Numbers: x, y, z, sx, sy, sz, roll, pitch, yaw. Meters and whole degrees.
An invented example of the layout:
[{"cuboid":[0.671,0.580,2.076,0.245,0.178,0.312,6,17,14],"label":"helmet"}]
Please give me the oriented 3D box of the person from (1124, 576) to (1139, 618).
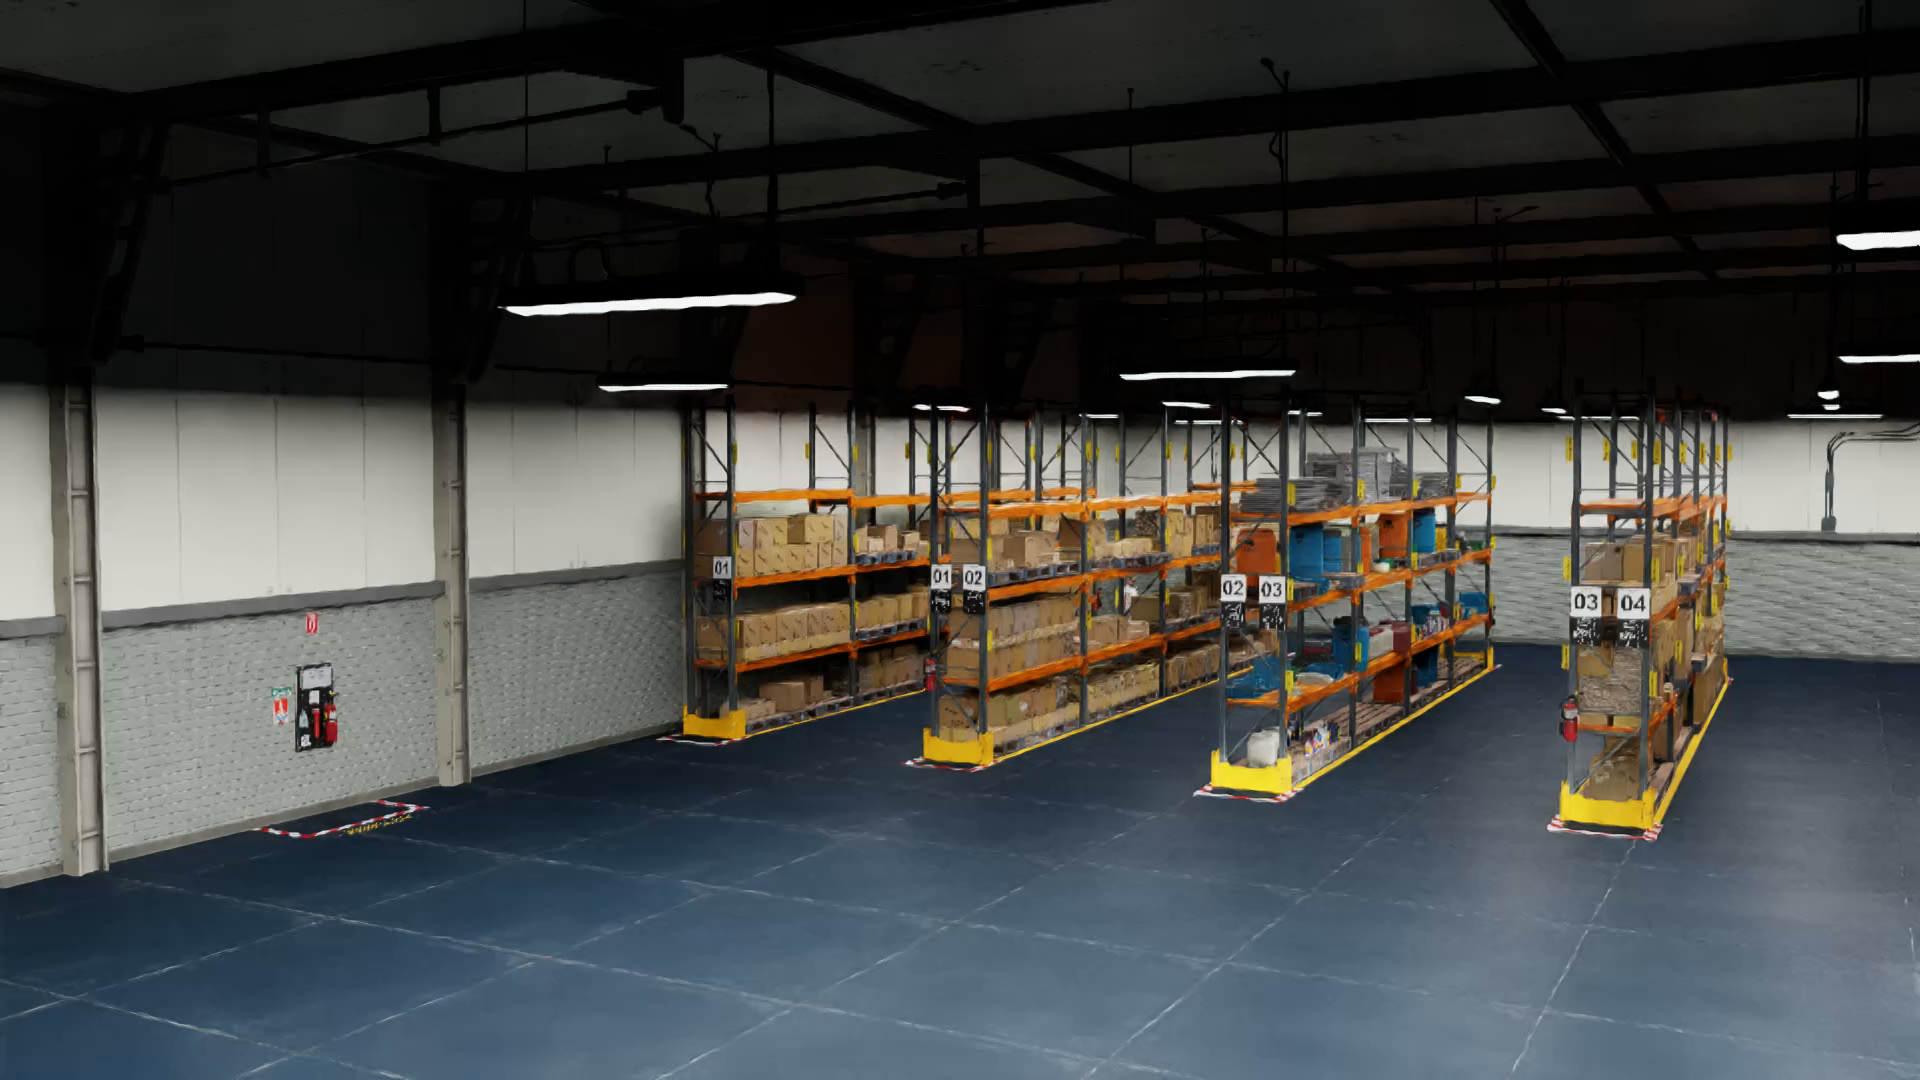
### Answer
[{"cuboid":[4.444,1.813,43.944,0.721,1.758,0.475,-2,4,-32],"label":"person"}]
